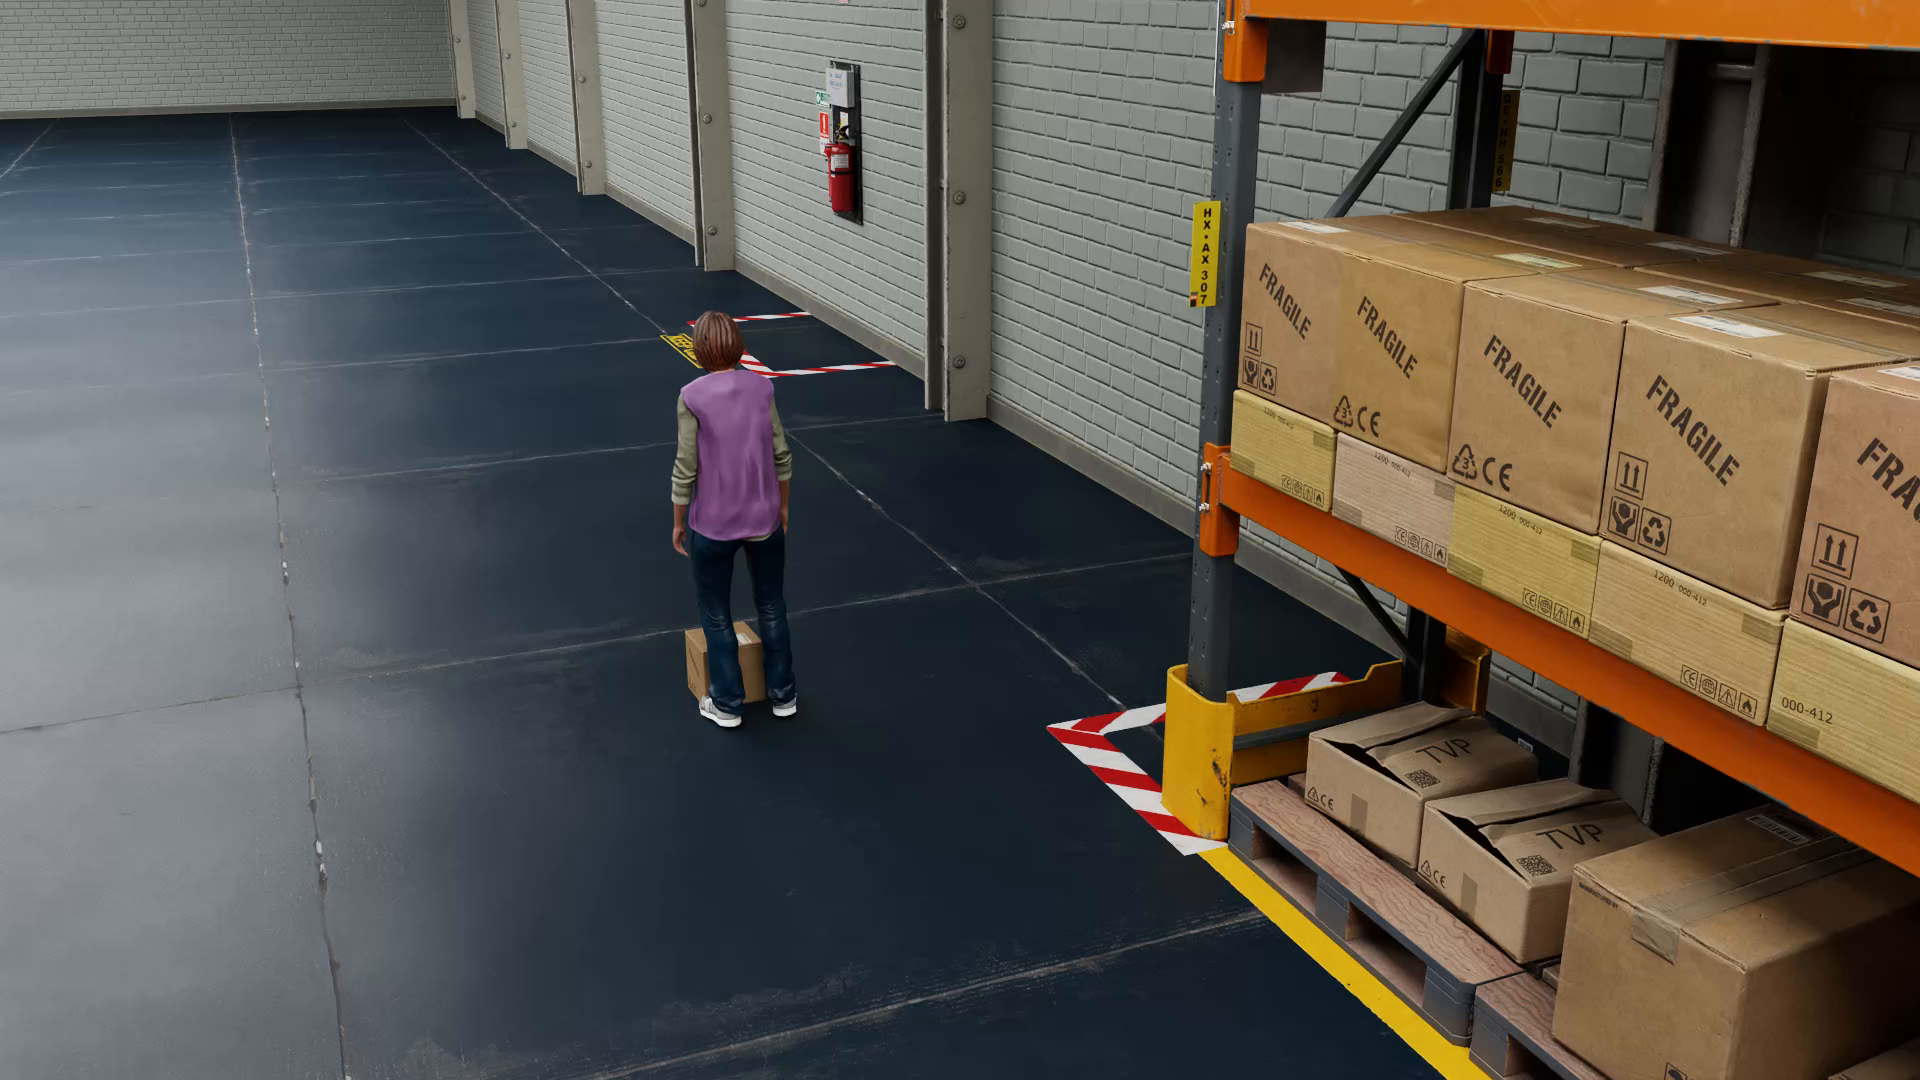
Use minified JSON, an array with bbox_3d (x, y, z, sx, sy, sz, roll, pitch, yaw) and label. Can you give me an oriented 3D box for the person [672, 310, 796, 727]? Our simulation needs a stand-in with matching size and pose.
[{"bbox_3d":[-0.845,-0.062,6.259,0.481,1.593,0.343,-9,21,-24],"label":"person"}]
